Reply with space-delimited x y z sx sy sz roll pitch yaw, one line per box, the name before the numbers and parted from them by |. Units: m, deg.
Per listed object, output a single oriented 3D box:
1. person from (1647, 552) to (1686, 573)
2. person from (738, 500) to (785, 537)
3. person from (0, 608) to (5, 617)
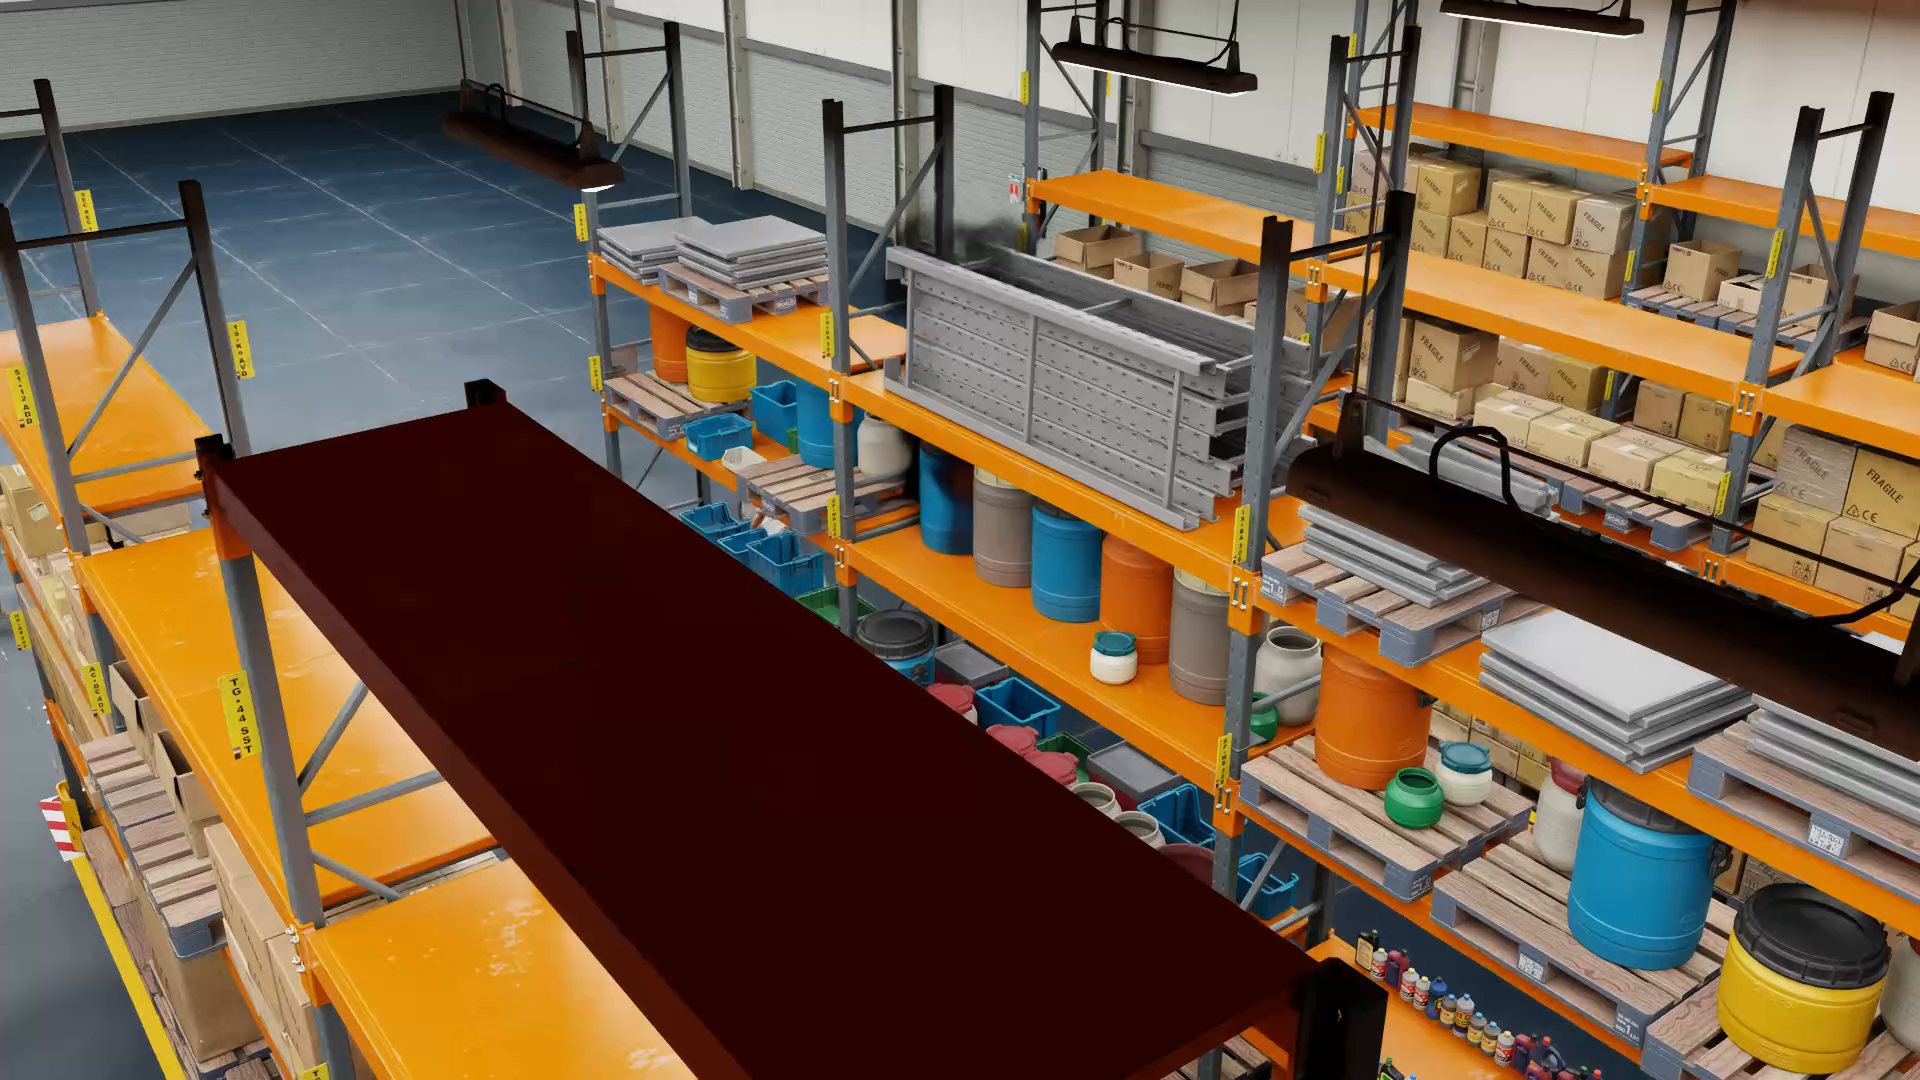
person | 6.297 0.781 15.216 0.673 1.751 0.590 -19 31 -35
person | -1.984 -0.071 17.229 0.724 1.672 0.632 9 26 18
person | -10.175 0.230 16.538 0.885 1.697 0.584 0 25 -1
